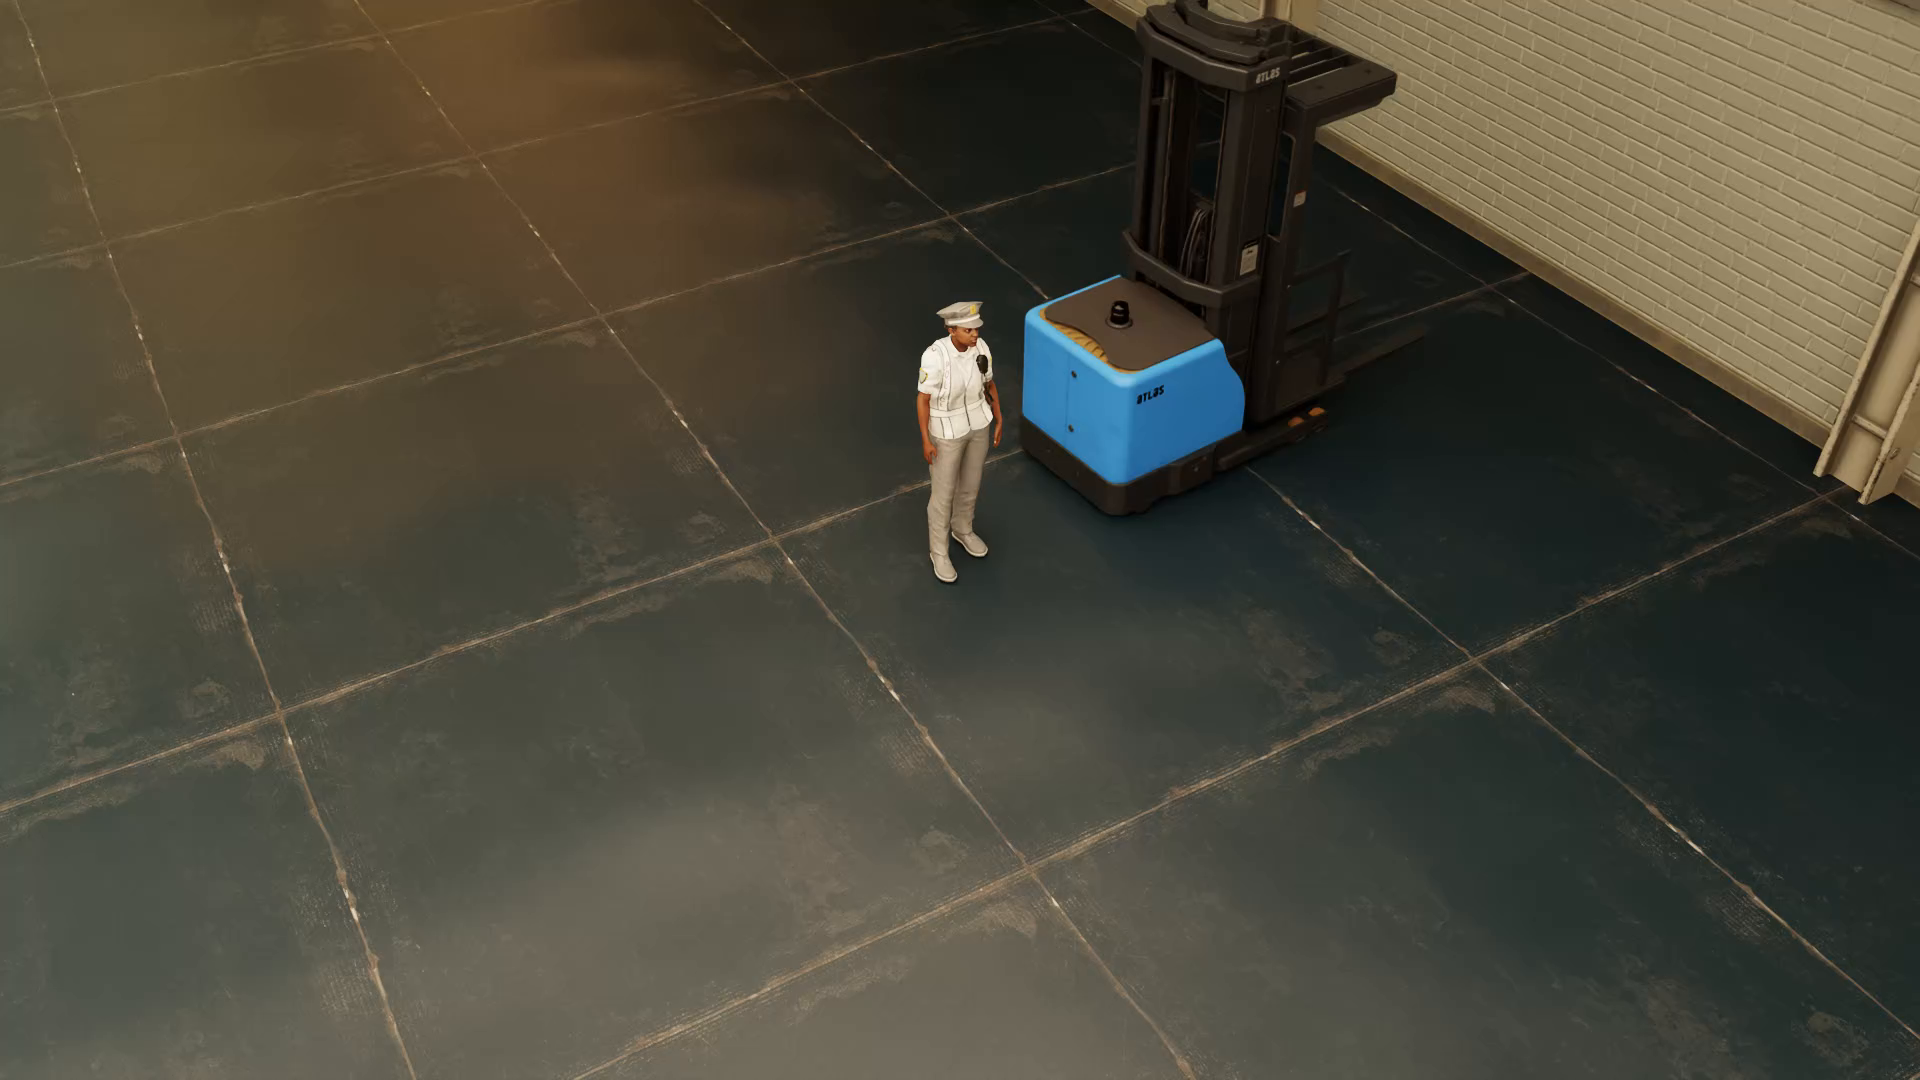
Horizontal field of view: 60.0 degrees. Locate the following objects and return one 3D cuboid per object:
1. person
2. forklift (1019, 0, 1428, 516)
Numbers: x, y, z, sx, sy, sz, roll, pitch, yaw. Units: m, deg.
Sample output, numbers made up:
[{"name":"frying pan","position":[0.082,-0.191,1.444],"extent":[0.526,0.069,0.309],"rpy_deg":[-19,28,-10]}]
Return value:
[{"name":"person","position":[0.020,-0.610,9.729],"extent":[0.569,1.694,0.529],"rpy_deg":[-20,44,-23]},{"name":"forklift","position":[1.884,-2.033,10.487],"extent":[3.031,2.935,1.130],"rpy_deg":[-25,46,-27]}]
